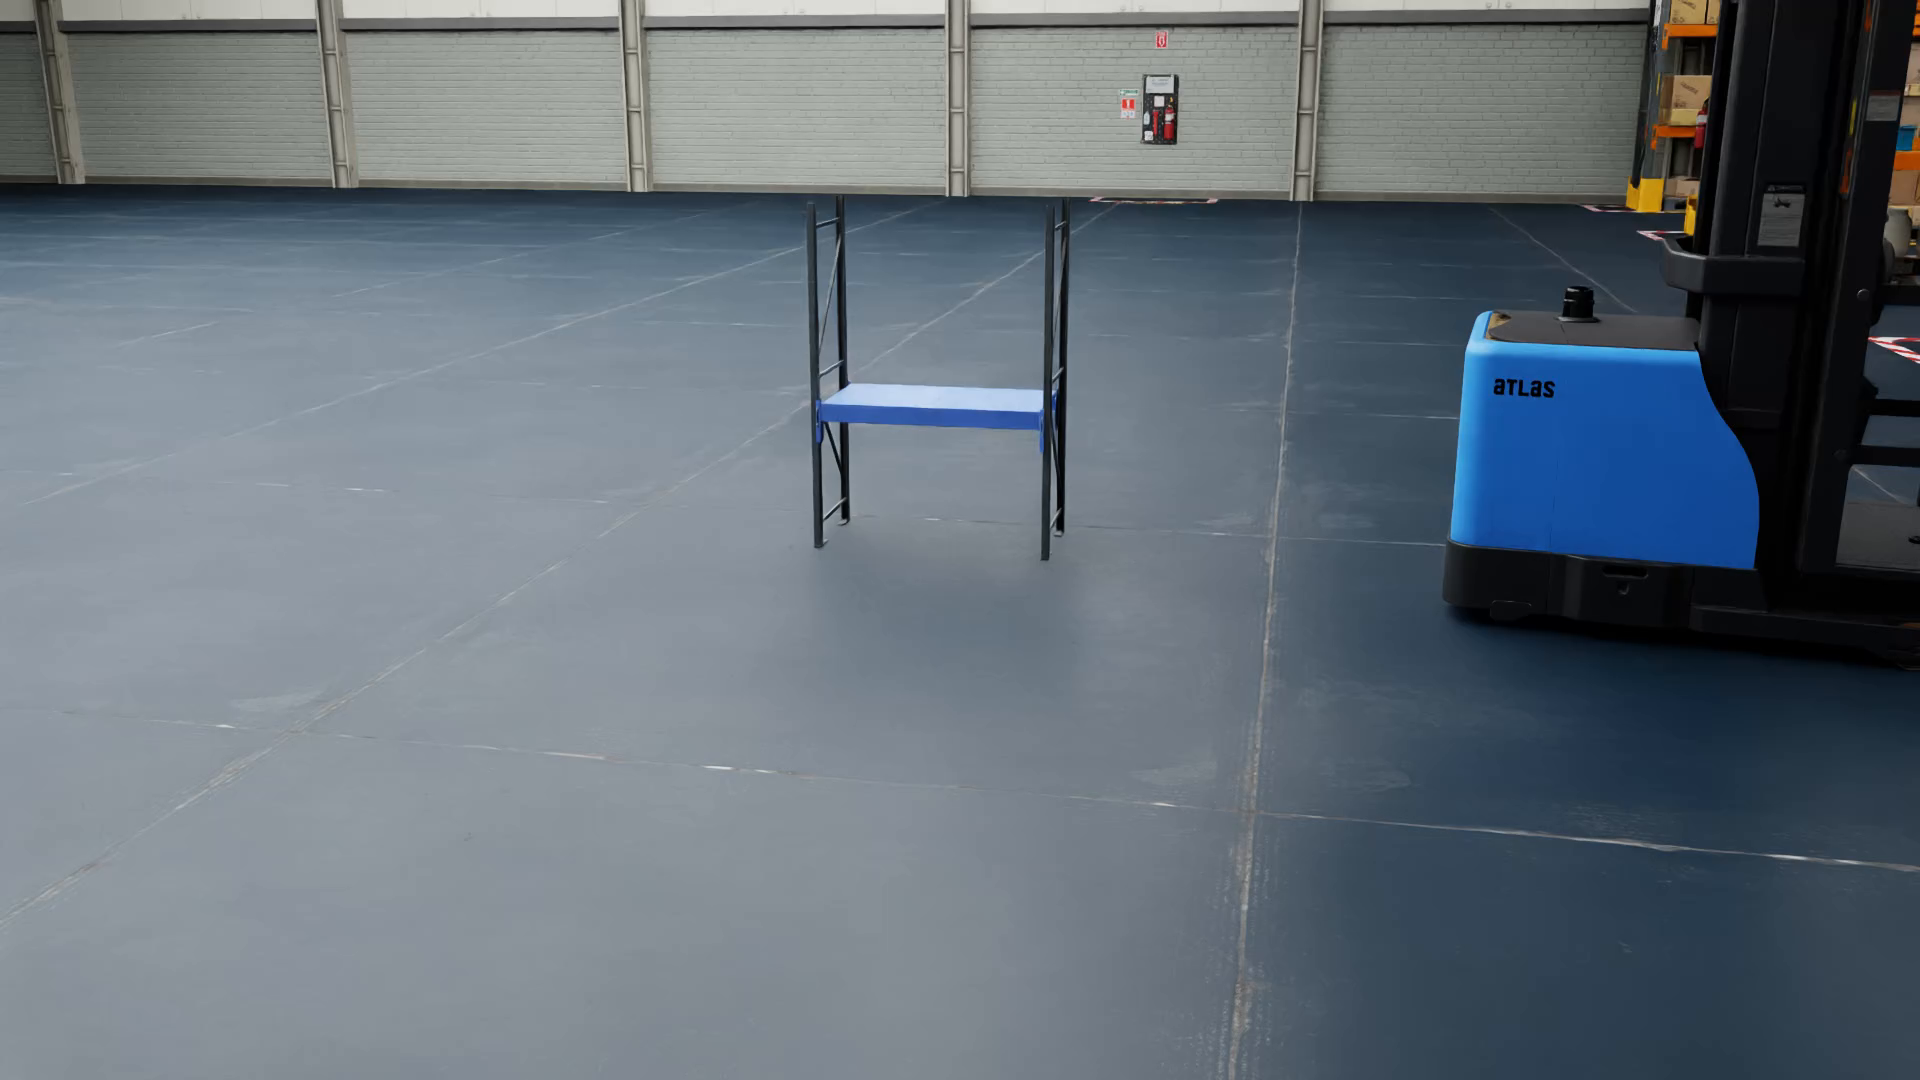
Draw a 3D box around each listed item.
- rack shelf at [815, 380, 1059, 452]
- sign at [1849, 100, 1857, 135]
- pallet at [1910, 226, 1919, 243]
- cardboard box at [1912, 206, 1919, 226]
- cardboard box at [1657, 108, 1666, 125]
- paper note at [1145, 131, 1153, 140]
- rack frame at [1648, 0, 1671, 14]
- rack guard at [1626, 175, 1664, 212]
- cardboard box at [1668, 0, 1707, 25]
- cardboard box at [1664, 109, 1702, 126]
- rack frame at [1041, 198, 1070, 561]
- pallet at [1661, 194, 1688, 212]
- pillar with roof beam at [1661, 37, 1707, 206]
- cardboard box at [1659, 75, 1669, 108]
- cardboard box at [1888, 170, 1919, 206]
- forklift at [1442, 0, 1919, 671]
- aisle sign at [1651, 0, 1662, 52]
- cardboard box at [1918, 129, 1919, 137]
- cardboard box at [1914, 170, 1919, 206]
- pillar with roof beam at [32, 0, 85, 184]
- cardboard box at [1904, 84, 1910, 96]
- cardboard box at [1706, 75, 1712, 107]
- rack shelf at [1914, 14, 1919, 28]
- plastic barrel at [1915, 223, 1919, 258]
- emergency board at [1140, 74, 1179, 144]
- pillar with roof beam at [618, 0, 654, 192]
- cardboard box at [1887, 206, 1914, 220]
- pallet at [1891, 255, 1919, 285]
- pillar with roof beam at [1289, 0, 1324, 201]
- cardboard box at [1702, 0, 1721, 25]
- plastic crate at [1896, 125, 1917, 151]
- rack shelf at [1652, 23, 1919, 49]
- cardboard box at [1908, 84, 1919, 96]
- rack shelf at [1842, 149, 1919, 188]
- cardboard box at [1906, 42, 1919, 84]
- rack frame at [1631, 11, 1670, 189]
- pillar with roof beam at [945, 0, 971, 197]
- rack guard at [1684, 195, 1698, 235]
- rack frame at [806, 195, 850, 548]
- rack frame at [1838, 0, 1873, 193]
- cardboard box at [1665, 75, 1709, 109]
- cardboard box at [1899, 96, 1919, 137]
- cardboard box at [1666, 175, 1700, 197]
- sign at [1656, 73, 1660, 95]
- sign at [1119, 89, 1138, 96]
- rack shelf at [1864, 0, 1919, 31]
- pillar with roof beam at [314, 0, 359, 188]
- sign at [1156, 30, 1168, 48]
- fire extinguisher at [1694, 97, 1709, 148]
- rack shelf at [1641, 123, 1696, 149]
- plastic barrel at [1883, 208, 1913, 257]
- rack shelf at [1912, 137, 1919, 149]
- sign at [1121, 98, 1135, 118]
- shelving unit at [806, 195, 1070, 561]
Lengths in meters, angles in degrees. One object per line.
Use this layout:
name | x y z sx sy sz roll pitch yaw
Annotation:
rack shelf | -0.084 -0.554 7.356 1.000 0.185 0.538 3 16 11
sign | 8.781 -4.153 16.348 0.005 0.325 0.100 3 16 11
pallet | 11.835 -4.020 21.610 1.213 0.211 1.003 3 16 11
cardboard box | 12.326 -4.143 21.194 0.500 0.250 0.500 3 16 11
cardboard box | 11.366 -6.718 26.371 0.500 0.250 0.500 3 16 12
paper note | 3.274 -7.008 28.822 0.142 0.148 0.016 3 16 11
rack frame | 10.869 -9.646 25.459 0.127 3.000 1.000 3 16 11
rack guard | 10.943 -5.547 26.579 0.348 0.500 1.175 3 16 11
cardboard box | 11.147 -8.175 25.543 0.500 0.500 0.500 4 16 13
cardboard box | 11.284 -6.584 25.884 0.500 0.250 0.500 3 16 9
rack frame | 0.415 -0.700 7.211 0.032 1.500 0.500 3 16 11
pallet | 11.732 -5.355 26.428 1.213 0.211 1.003 3 16 11
pillar with roof beam | 10.869 -8.709 22.076 0.400 9.000 9.100 3 16 11
cardboard box | 11.373 -7.085 26.287 0.500 0.500 0.500 3 16 10
cardboard box | 11.836 -4.531 21.188 0.500 0.500 0.500 3 16 11
forklift | 3.432 -1.096 5.959 3.031 2.935 1.130 5 16 18
aisle sign | 10.739 -7.933 25.643 0.004 0.787 0.394 3 16 11
cardboard box | 12.360 -5.371 21.074 0.500 0.500 0.700 3 16 12
cardboard box | 12.329 -4.508 21.106 0.500 0.500 0.500 3 16 11
pillar with roof beam | -18.529 -10.305 27.837 0.400 9.000 9.100 3 16 11
cardboard box | 11.733 -5.661 20.906 0.250 0.149 0.380 3 16 12
cardboard box | 11.759 -6.921 25.697 0.500 0.500 0.500 3 16 11
rack shelf | 11.845 -6.452 20.893 4.000 0.370 1.077 3 16 11
plastic barrel | 10.046 -3.125 17.029 0.421 0.512 0.421 0 15 0
emergency board | 3.434 -7.405 28.605 0.643 1.169 0.194 3 16 11
pillar with roof beam | -6.770 -9.667 25.533 0.400 9.000 9.100 3 16 11
cardboard box | 11.836 -4.170 21.289 0.500 0.250 0.500 3 16 11
pallet | 9.774 -2.783 17.145 1.213 0.211 1.003 3 16 11
pillar with roof beam | 4.990 -9.028 23.228 0.400 9.000 9.100 3 16 11
cardboard box | 11.666 -8.138 25.406 0.500 0.500 0.500 4 16 15
plastic crate | 9.445 -4.144 17.110 0.616 0.251 0.499 3 16 11
rack shelf | 12.829 -7.748 25.571 4.000 0.370 1.077 3 16 11
cardboard box | 11.991 -5.647 20.856 0.250 0.149 0.380 4 16 13
rack shelf | 10.855 -3.711 16.616 4.000 0.370 1.077 3 16 11
cardboard box | 11.894 -6.022 20.995 0.500 0.500 0.700 3 16 11
rack frame | 10.869 -6.755 26.260 0.127 3.000 1.000 3 16 11
pillar with roof beam | -0.890 -9.348 24.380 0.400 9.000 9.100 3 16 11
rack guard | 9.862 -4.256 21.919 0.348 0.500 1.175 3 16 11
rack frame | -0.582 -0.754 7.406 0.032 1.500 0.500 3 16 11
rack frame | 8.895 -4.164 16.904 0.127 3.000 1.000 3 16 11
cardboard box | 11.277 -6.950 25.802 0.500 0.500 0.500 3 16 11
cardboard box | 11.858 -5.398 21.171 0.500 0.500 0.700 4 16 13
cardboard box | 11.529 -5.611 26.342 0.500 0.311 0.500 1 16 5
sign | 10.761 -7.030 25.632 0.005 0.325 0.100 3 16 11
sign | 2.915 -7.731 28.724 0.331 0.109 0.001 3 16 11
rack shelf | 10.855 -5.156 16.215 4.000 0.370 1.077 3 16 11
pillar with roof beam | -12.649 -9.986 26.685 0.400 9.000 9.100 3 16 11
sign | 3.445 -8.549 28.391 0.199 0.298 0.001 3 16 11
fire extinguisher | 9.862 -5.550 22.053 0.183 0.674 0.296 3 16 11
rack shelf | 12.829 -6.302 25.972 4.000 0.370 1.077 3 16 11
plastic barrel | 9.555 -3.152 17.126 0.421 0.512 0.421 0 15 0
rack shelf | 11.845 -5.006 21.293 4.000 0.370 1.077 3 16 11
sign | 2.912 -7.478 28.804 0.234 0.329 0.001 3 16 11
shelving unit | -0.084 -0.727 7.308 1.048 1.500 0.538 3 16 11
